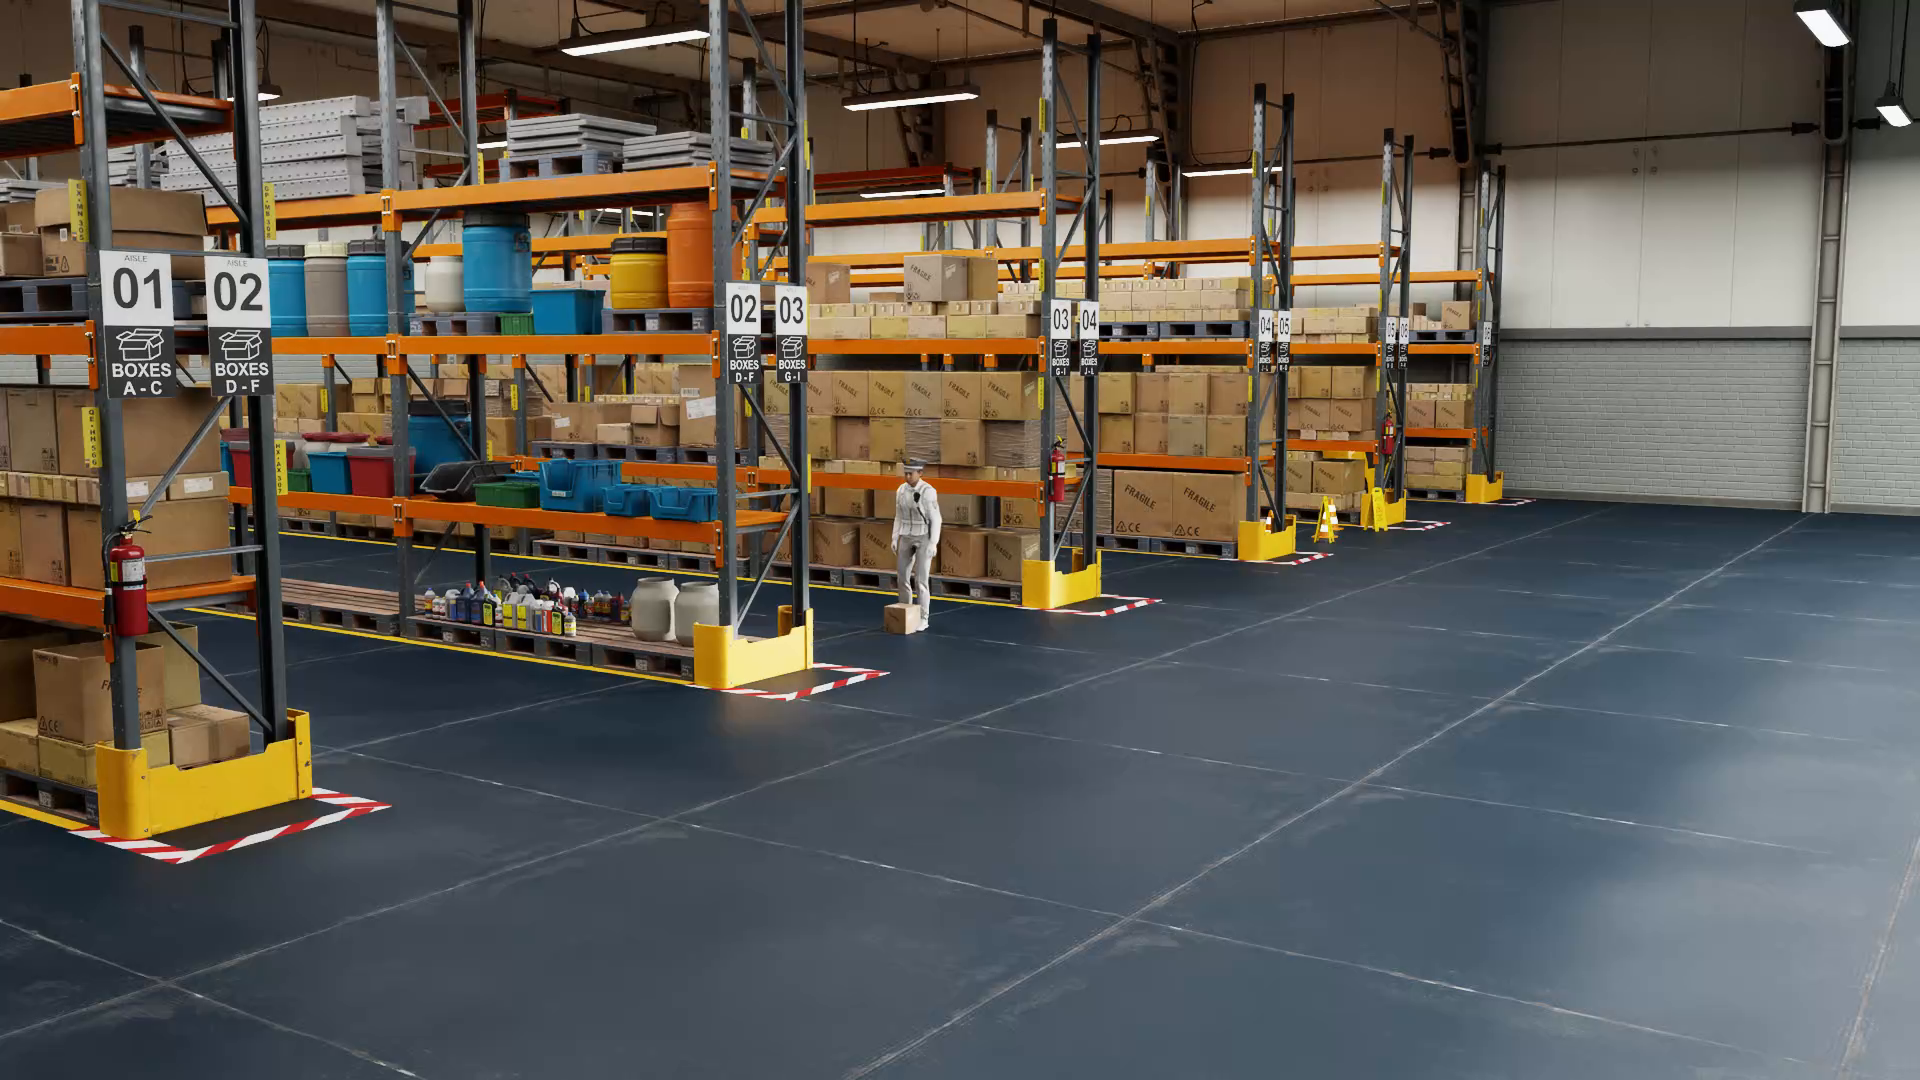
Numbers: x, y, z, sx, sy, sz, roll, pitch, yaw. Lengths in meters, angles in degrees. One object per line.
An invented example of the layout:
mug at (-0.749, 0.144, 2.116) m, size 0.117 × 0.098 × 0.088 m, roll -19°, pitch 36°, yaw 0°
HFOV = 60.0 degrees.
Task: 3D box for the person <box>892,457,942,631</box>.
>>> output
person at (-0.440, 0.029, 16.034) m, size 0.526 × 1.663 × 0.410 m, roll 4°, pitch 8°, yaw 33°
